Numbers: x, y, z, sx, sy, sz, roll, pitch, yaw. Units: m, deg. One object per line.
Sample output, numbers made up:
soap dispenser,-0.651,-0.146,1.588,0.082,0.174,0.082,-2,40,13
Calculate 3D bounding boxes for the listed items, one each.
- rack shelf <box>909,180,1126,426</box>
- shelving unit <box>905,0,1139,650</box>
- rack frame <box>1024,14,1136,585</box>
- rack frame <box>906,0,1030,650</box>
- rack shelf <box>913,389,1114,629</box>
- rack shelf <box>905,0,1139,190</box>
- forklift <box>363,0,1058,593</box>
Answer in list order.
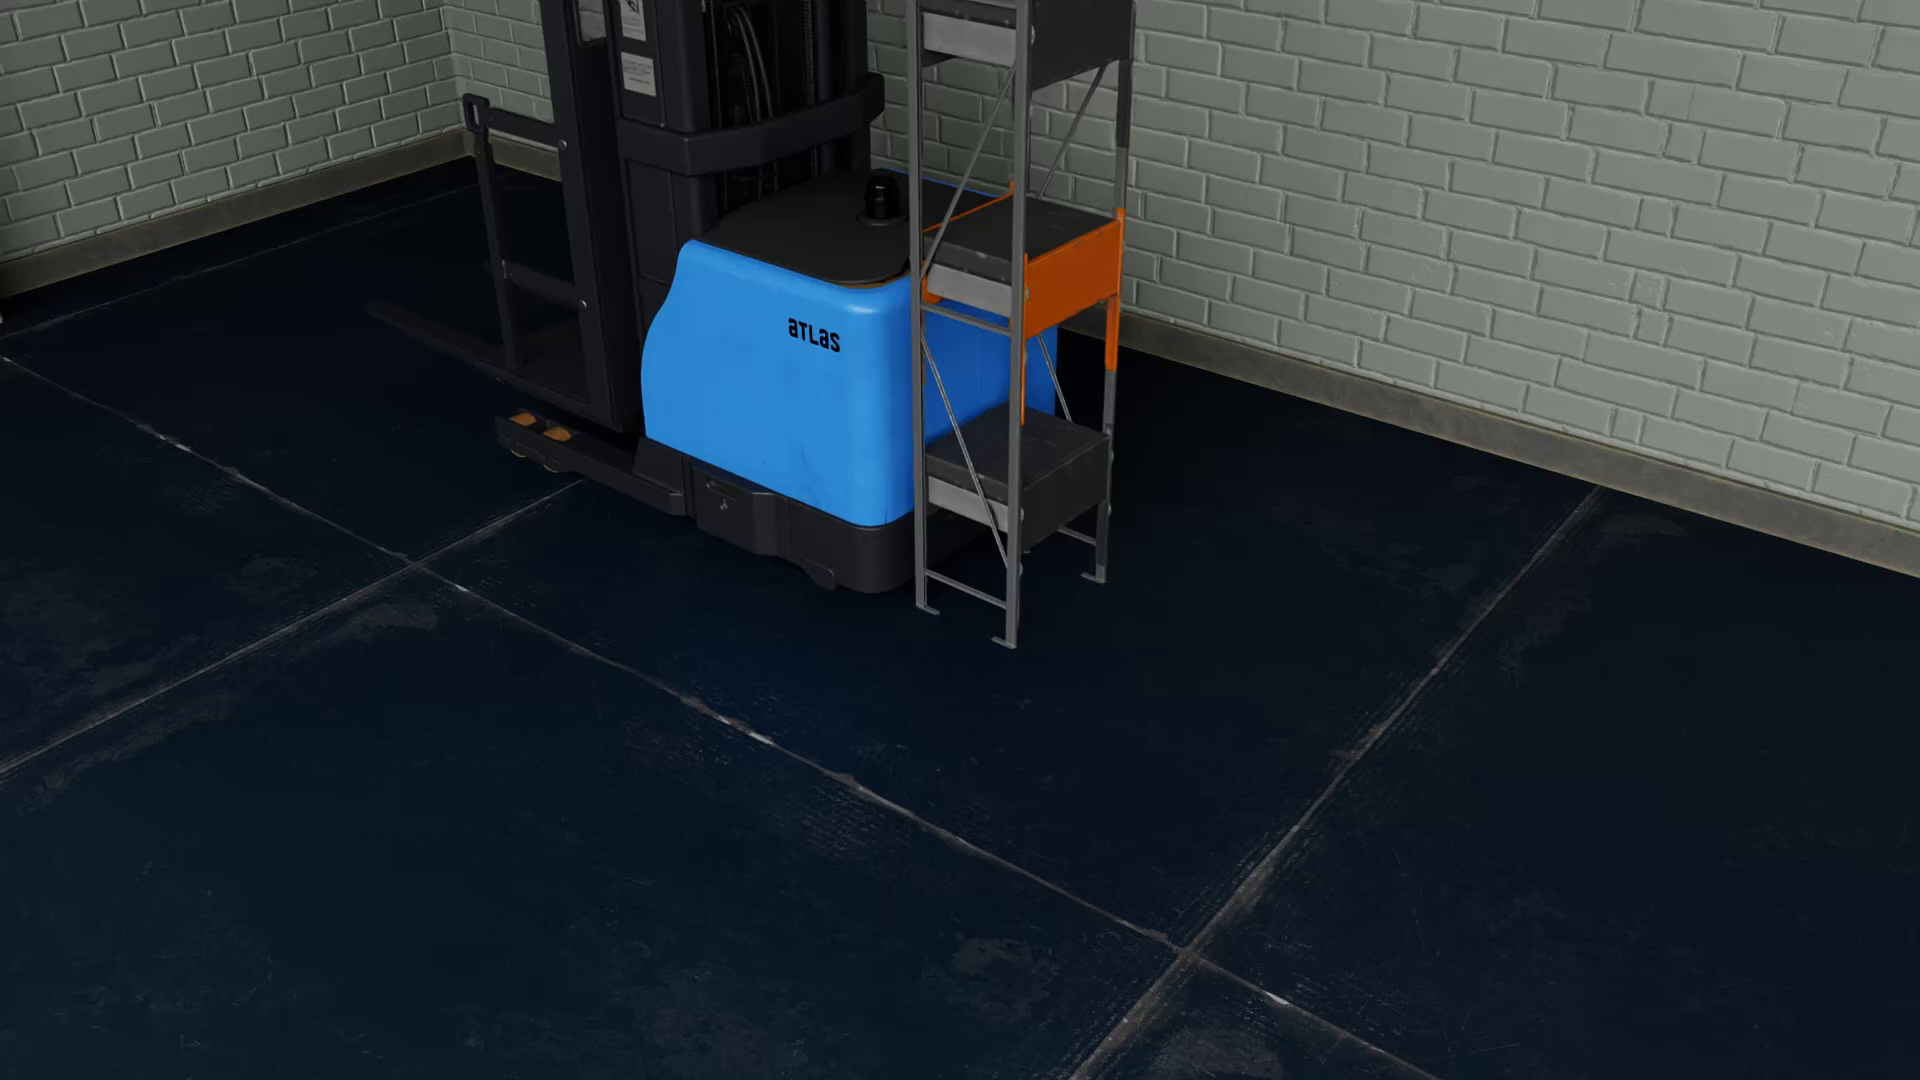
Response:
rack shelf,0.170,-0.712,4.918,0.431,0.518,0.480,22,37,33
shelving unit,0.170,-0.723,4.911,0.431,2.100,0.503,22,37,33
rack frame,0.323,-0.820,5.075,0.400,2.100,0.015,22,37,33
rack frame,0.017,-0.627,4.748,0.400,2.100,0.015,22,37,33
rack shelf,0.170,-0.110,5.275,0.431,0.518,0.480,22,37,33
rack shelf,0.170,-1.314,4.561,0.431,0.518,0.480,22,37,33
forklift,-1.117,-1.698,5.740,3.031,2.935,1.130,22,37,33
